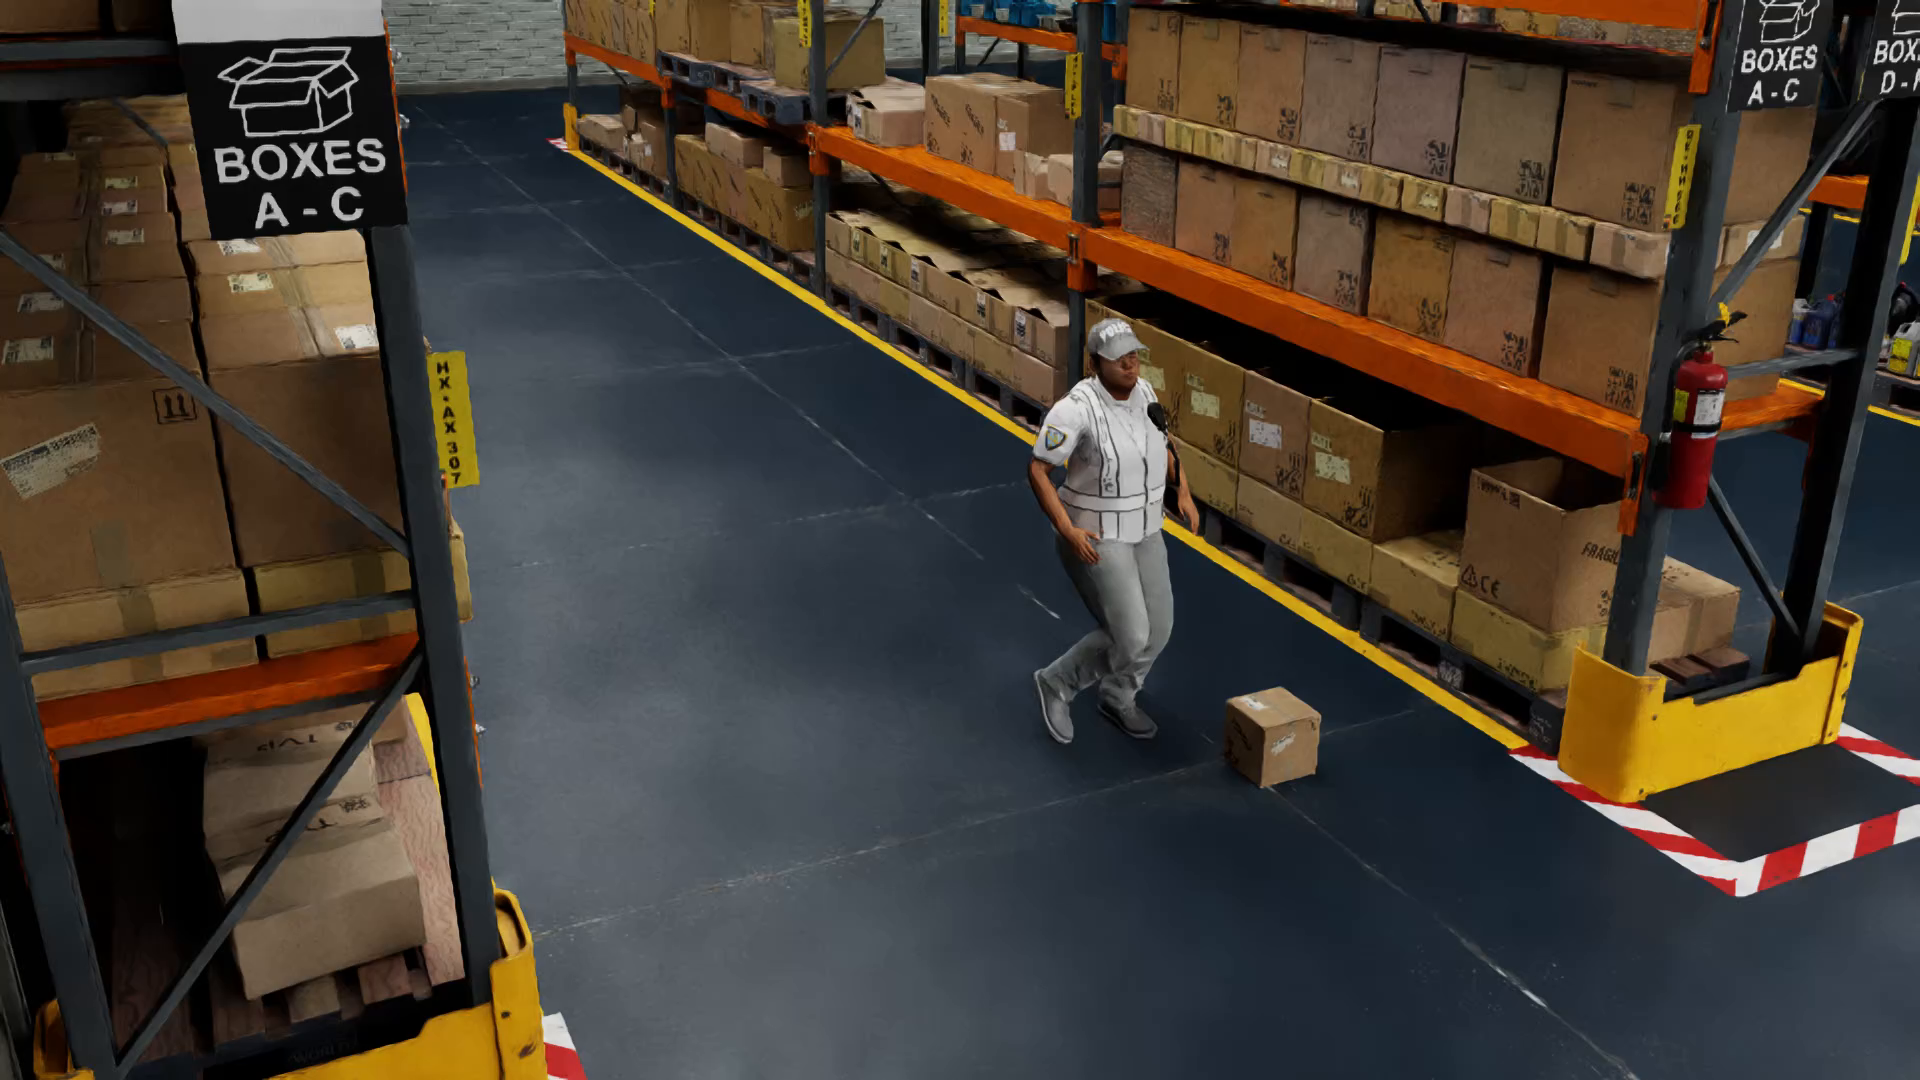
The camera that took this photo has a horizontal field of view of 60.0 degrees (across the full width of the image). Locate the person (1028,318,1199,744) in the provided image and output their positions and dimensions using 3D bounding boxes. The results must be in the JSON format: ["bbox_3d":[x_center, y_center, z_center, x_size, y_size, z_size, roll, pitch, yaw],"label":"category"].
[{"bbox_3d":[0.611,-0.019,6.183,0.493,1.639,0.652,20,30,40],"label":"person"}]
